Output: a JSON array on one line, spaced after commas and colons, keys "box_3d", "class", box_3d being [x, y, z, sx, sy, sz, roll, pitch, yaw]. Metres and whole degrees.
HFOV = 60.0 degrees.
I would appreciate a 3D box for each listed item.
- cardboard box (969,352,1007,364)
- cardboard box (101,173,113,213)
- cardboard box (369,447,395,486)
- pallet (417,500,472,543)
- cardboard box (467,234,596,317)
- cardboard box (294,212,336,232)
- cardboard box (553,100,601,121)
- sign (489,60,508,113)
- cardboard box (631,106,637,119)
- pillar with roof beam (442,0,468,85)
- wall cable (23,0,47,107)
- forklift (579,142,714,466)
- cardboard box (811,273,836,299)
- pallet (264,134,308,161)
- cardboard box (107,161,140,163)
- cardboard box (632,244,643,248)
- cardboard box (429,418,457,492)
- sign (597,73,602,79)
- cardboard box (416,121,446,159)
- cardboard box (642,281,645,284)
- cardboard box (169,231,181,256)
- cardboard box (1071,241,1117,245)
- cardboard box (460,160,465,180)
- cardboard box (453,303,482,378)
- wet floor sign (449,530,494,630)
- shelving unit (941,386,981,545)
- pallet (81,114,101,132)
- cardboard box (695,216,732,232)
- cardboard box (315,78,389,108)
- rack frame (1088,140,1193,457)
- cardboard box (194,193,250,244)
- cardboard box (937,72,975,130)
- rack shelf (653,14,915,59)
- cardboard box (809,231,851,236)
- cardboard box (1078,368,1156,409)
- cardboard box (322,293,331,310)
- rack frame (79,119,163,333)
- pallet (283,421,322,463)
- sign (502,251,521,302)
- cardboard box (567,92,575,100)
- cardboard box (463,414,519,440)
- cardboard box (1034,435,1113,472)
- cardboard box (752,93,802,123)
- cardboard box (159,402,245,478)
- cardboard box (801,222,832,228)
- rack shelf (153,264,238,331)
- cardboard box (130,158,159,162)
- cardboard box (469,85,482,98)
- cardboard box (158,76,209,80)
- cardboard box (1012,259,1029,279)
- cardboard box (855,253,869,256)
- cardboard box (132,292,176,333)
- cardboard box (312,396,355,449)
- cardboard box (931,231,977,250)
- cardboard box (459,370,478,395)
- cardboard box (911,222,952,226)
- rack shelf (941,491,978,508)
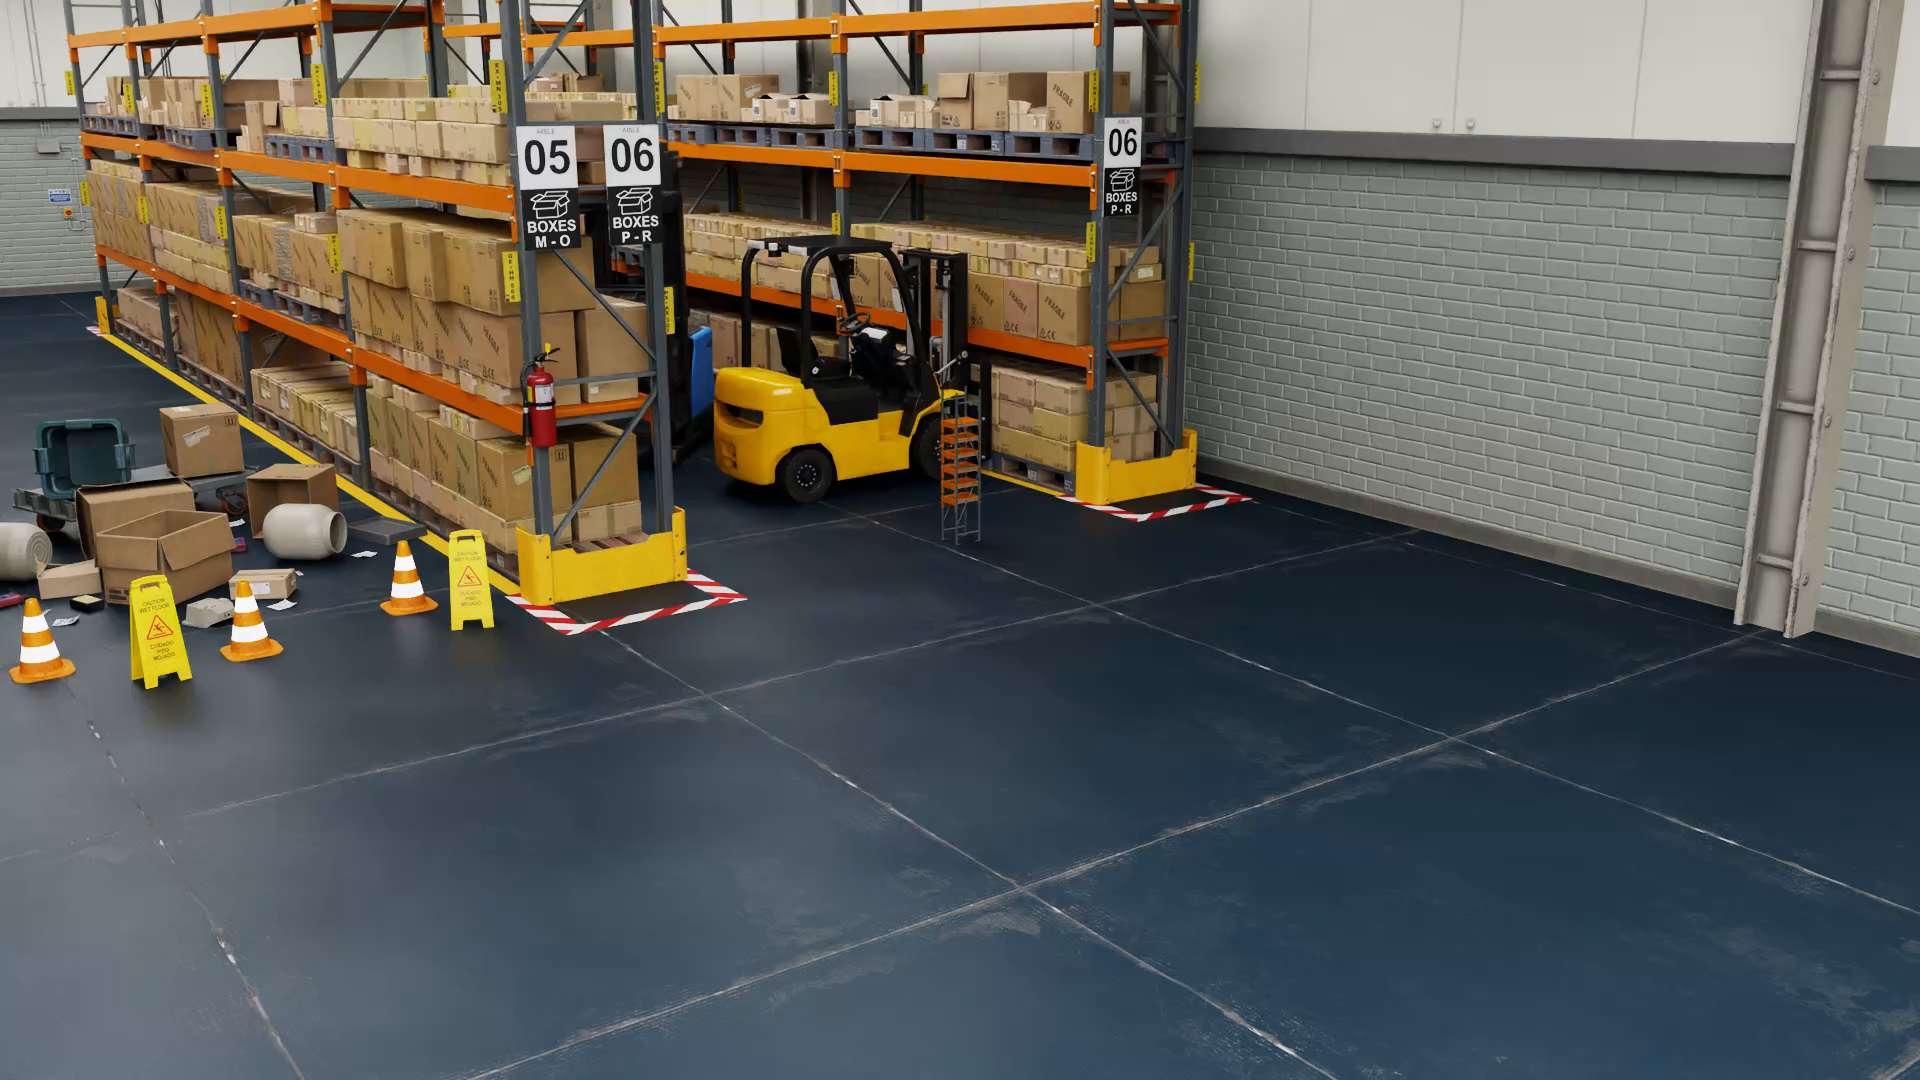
[{"box_3d": [0.107, -1.601, 15.762, 0.500, 0.250, 0.500, -11, 19, -36], "class": "cardboard box"}, {"box_3d": [-11.218, -4.680, 22.409, 0.500, 0.500, 0.500, -11, 19, -35], "class": "cardboard box"}, {"box_3d": [-4.704, -0.660, 14.218, 0.500, 0.250, 0.500, -12, 19, -37], "class": "cardboard box"}, {"box_3d": [-3.688, -0.208, 13.436, 1.003, 0.211, 1.213, -11, 19, -35], "class": "pallet"}, {"box_3d": [-2.958, -1.846, 11.494, 0.700, 0.500, 0.500, -11, 19, -36], "class": "cardboard box"}, {"box_3d": [-5.883, -2.922, 15.294, 0.380, 0.149, 0.250, -12, 19, -37], "class": "cardboard box"}, {"box_3d": [-2.686, -2.966, 11.516, 0.380, 0.149, 0.250, -11, 19, -35], "class": "cardboard box"}, {"box_3d": [-2.942, -2.889, 10.591, 0.100, 0.325, 0.005, -11, 19, -35], "class": "sign"}, {"box_3d": [-3.846, -5.300, 20.607, 0.380, 0.149, 0.250, -10, 18, -33], "class": "cardboard box"}, {"box_3d": [-12.214, -8.226, 26.086, 9.100, 9.000, 0.400, -11, 19, -35], "class": "pillar with roof beam"}, {"box_3d": [-15.461, -8.578, 27.372, 0.463, 3.000, 0.029, -11, 19, -35], "class": "wall cable"}, {"box_3d": [-3.158, -2.194, 15.542, 1.130, 2.935, 3.031, 1, 15, 4], "class": "forklift"}, {"box_3d": [-1.328, -2.717, 17.607, 0.500, 0.250, 0.500, -10, 18, -33], "class": "cardboard box"}, {"box_3d": [-5.722, -3.677, 15.502, 1.213, 0.211, 1.003, -11, 19, -35], "class": "pallet"}, {"box_3d": [-11.266, -5.019, 22.420, 0.380, 0.149, 0.250, -11, 19, -34], "class": "cardboard box"}, {"box_3d": [-3.868, -3.739, 20.735, 0.380, 0.149, 0.250, -10, 18, -34], "class": "cardboard box"}, {"box_3d": [-3.764, -0.686, 12.892, 0.500, 0.500, 0.500, -11, 19, -36], "class": "cardboard box"}, {"box_3d": [-5.077, -6.404, 23.385, 0.100, 0.325, 0.005, -11, 19, -35], "class": "sign"}, {"box_3d": [-3.603, -2.900, 12.029, 0.500, 0.250, 0.500, -10, 18, -33], "class": "cardboard box"}, {"box_3d": [-4.279, -3.437, 22.663, 0.380, 0.149, 0.250, -11, 19, -34], "class": "cardboard box"}, {"box_3d": [-8.902, -3.472, 19.417, 0.500, 0.250, 0.500, -11, 19, -34], "class": "cardboard box"}, {"box_3d": [1.214, -2.593, 14.888, 0.380, 0.149, 0.250, -10, 18, -33], "class": "cardboard box"}, {"box_3d": [-3.314, -2.630, 11.798, 0.380, 0.149, 0.250, -11, 19, -34], "class": "cardboard box"}, {"box_3d": [-3.314, -1.470, 12.011, 0.500, 0.500, 0.500, -11, 19, -34], "class": "cardboard box"}, {"box_3d": [-3.235, 0.245, 10.959, 0.267, 0.644, 0.232, -4, 16, -15], "class": "wet floor sign"}, {"box_3d": [0.009, -0.576, 12.906, 0.258, 1.200, 0.189, -11, 19, -35], "class": "shelving unit"}, {"box_3d": [-11.444, -5.761, 22.929, 1.003, 0.211, 1.213, -11, 19, -35], "class": "pallet"}, {"box_3d": [-2.893, -3.716, 19.555, 0.380, 0.149, 0.250, -10, 18, -33], "class": "cardboard box"}, {"box_3d": [-5.277, -3.874, 14.406, 0.500, 0.250, 0.500, -10, 18, -33], "class": "cardboard box"}, {"box_3d": [1.532, -1.869, 14.221, 1.000, 3.000, 0.127, -11, 19, -35], "class": "rack frame"}, {"box_3d": [-8.009, -3.514, 18.150, 0.500, 0.500, 0.500, -10, 18, -34], "class": "cardboard box"}, {"box_3d": [0.240, -4.038, 15.284, 0.797, 0.503, 0.637, -10, 18, -33], "class": "cardboard box"}, {"box_3d": [-1.996, -5.503, 18.258, 1.077, 0.370, 4.000, -11, 19, -35], "class": "rack shelf"}, {"box_3d": [-1.367, -3.175, 17.575, 0.380, 0.149, 0.250, -11, 19, -35], "class": "cardboard box"}, {"box_3d": [1.402, -1.359, 14.879, 0.500, 0.250, 0.500, -11, 19, -35], "class": "cardboard box"}, {"box_3d": [-5.499, -2.159, 14.962, 0.380, 0.149, 0.250, -12, 19, -36], "class": "cardboard box"}, {"box_3d": [-11.888, -4.514, 23.886, 1.000, 3.000, 0.127, -11, 19, -35], "class": "rack frame"}, {"box_3d": [-6.013, -1.033, 16.451, 1.003, 0.211, 1.213, -11, 19, -35], "class": "pallet"}, {"box_3d": [-2.942, -1.726, 10.910, 0.100, 0.325, 0.005, -11, 19, -35], "class": "sign"}, {"box_3d": [-4.890, -5.755, 21.665, 0.380, 0.149, 0.250, -11, 19, -34], "class": "cardboard box"}, {"box_3d": [-3.433, -0.847, 12.252, 0.380, 0.149, 0.250, -10, 18, -33], "class": "cardboard box"}, {"box_3d": [1.000, -0.796, 14.716, 0.500, 0.250, 0.500, -11, 19, -34], "class": "cardboard box"}, {"box_3d": [-1.894, -4.658, 17.914, 0.500, 0.311, 0.500, -12, 19, -36], "class": "cardboard box"}, {"box_3d": [-6.255, -0.828, 13.721, 0.500, 0.500, 0.500, -11, 19, -35], "class": "cardboard box"}, {"box_3d": [-1.560, -3.473, 18.664, 0.380, 0.149, 0.250, -11, 19, -35], "class": "cardboard box"}, {"box_3d": [-8.361, -2.886, 19.300, 1.077, 0.370, 4.000, -11, 19, -35], "class": "rack shelf"}, {"box_3d": [-11.515, -5.312, 23.489, 0.380, 0.149, 0.250, -11, 19, -34], "class": "cardboard box"}, {"box_3d": [-6.920, -6.587, 24.551, 0.500, 0.250, 0.500, -10, 18, -33], "class": "cardboard box"}, {"box_3d": [-9.713, -5.564, 20.866, 0.500, 0.500, 0.500, -10, 18, -34], "class": "cardboard box"}, {"box_3d": [0.688, -2.430, 14.853, 0.380, 0.149, 0.250, -11, 19, -35], "class": "cardboard box"}, {"box_3d": [-0.845, -2.975, 16.845, 0.380, 0.149, 0.250, -11, 19, -35], "class": "cardboard box"}, {"box_3d": [-10.875, -3.161, 23.002, 0.875, 0.438, 0.875, -10, 18, -33], "class": "cardboard box"}, {"box_3d": [-5.569, -1.151, 15.782, 0.950, 0.372, 0.625, -10, 18, -31], "class": "cardboard box"}, {"box_3d": [-0.051, -2.850, 15.827, 0.380, 0.149, 0.250, -11, 19, -35], "class": "cardboard box"}, {"box_3d": [-3.422, -1.168, 12.138, 0.380, 0.149, 0.250, -10, 18, -34], "class": "cardboard box"}, {"box_3d": [-0.274, -3.146, 16.907, 0.380, 0.149, 0.250, -11, 19, -36], "class": "cardboard box"}, {"box_3d": [0.009, -0.301, 12.981, 0.258, 0.103, 0.180, -11, 19, -35], "class": "rack shelf"}]
